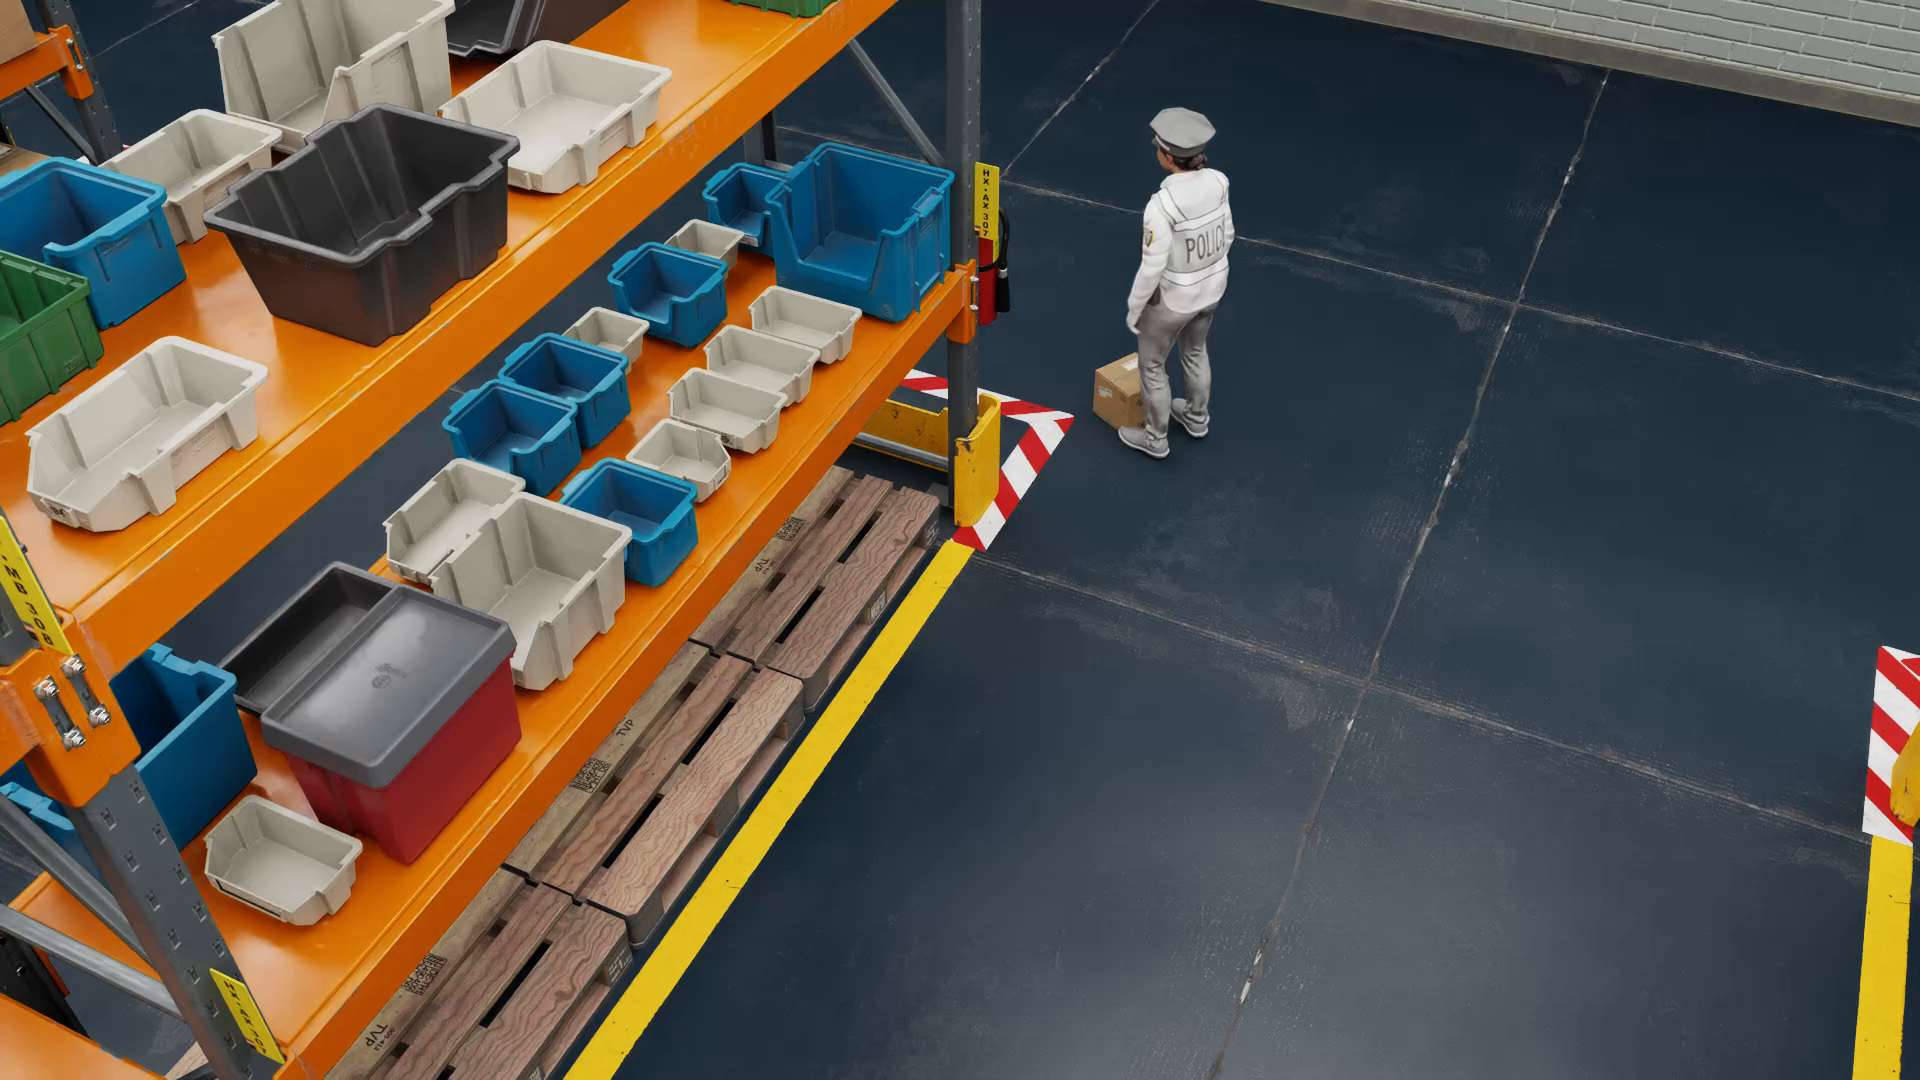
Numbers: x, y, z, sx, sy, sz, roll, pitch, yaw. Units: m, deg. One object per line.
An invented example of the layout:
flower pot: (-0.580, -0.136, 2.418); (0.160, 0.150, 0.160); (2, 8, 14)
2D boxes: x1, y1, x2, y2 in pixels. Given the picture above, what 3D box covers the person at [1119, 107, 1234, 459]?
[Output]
person: (0.963, -1.093, 7.358); (0.549, 1.667, 0.370); (-27, 49, -27)
